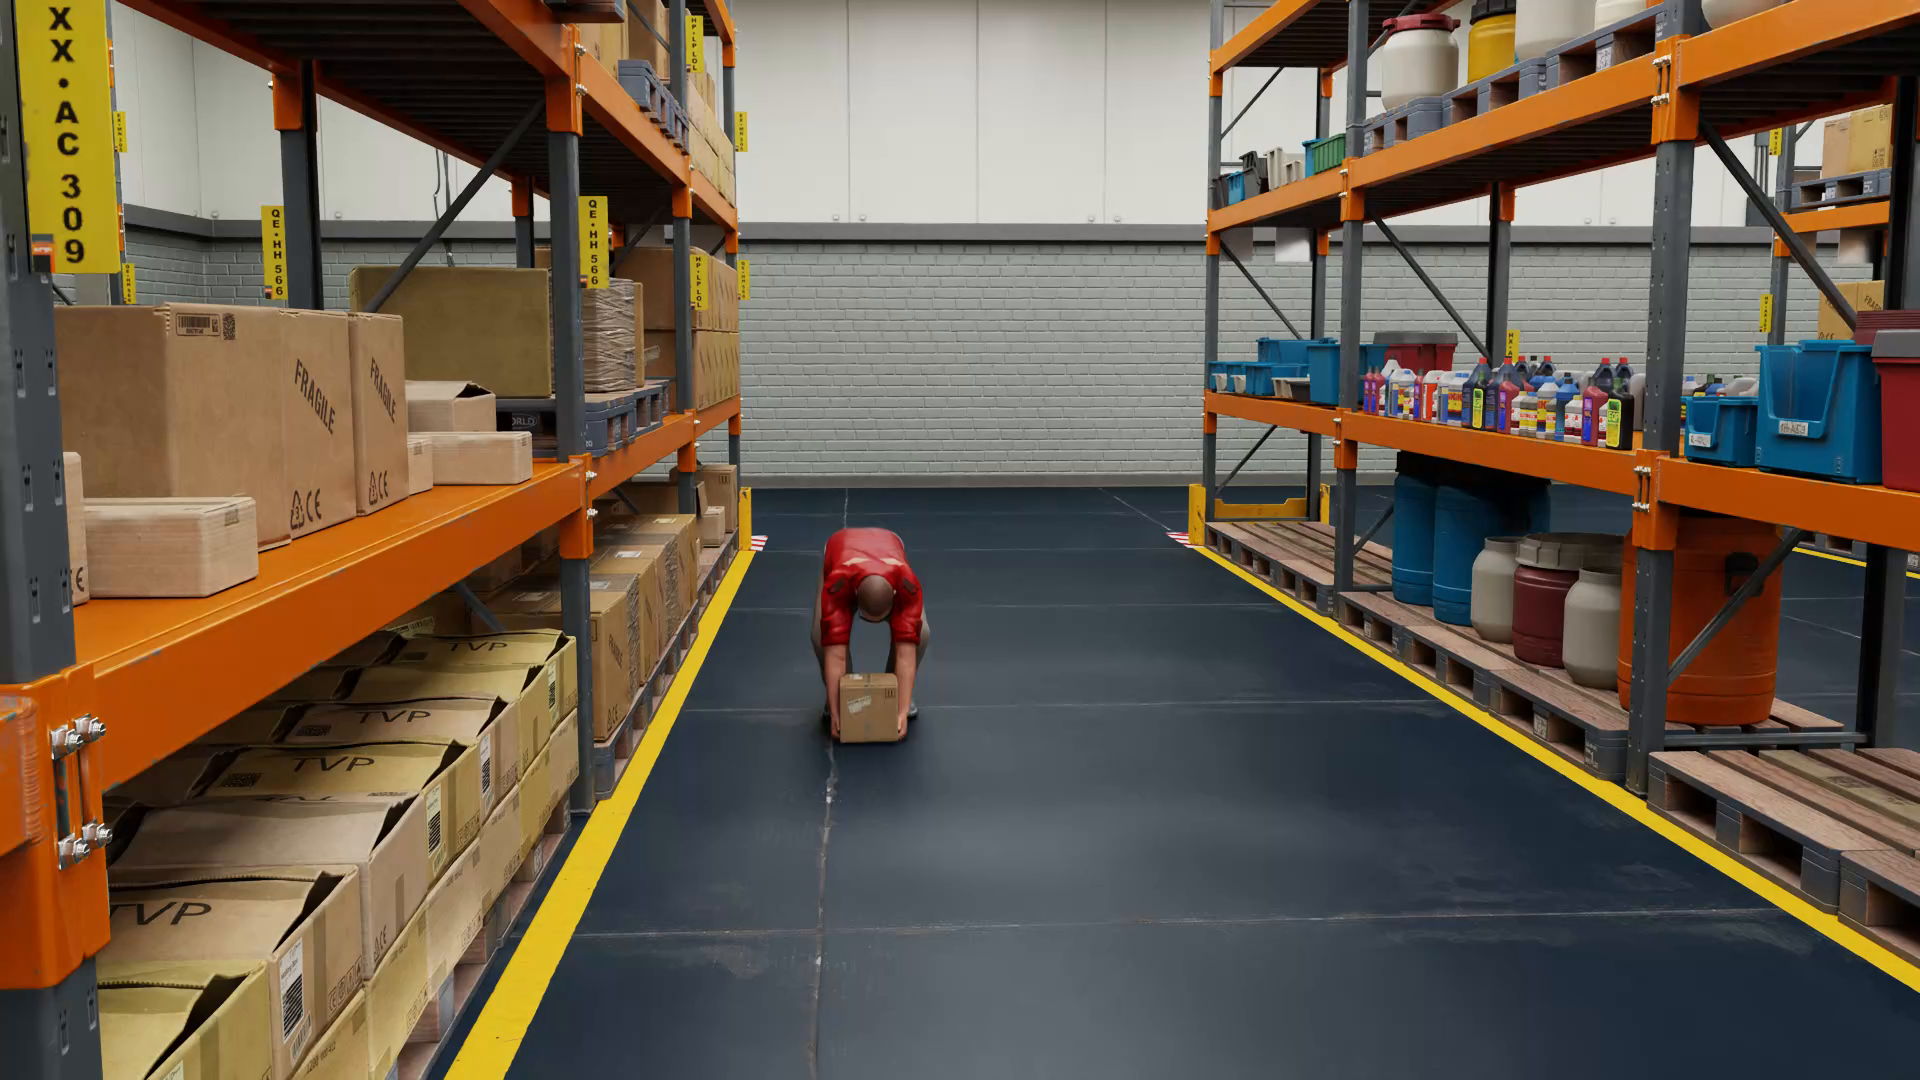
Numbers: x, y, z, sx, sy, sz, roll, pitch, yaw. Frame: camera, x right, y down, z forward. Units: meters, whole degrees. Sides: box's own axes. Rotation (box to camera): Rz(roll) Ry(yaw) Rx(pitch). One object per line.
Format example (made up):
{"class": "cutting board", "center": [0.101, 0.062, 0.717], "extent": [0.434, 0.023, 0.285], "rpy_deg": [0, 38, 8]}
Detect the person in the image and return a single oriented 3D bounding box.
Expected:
{"class": "person", "center": [-0.407, 0.401, 7.554], "extent": [0.544, 0.884, 0.957], "rpy_deg": [-1, 7, -6]}
